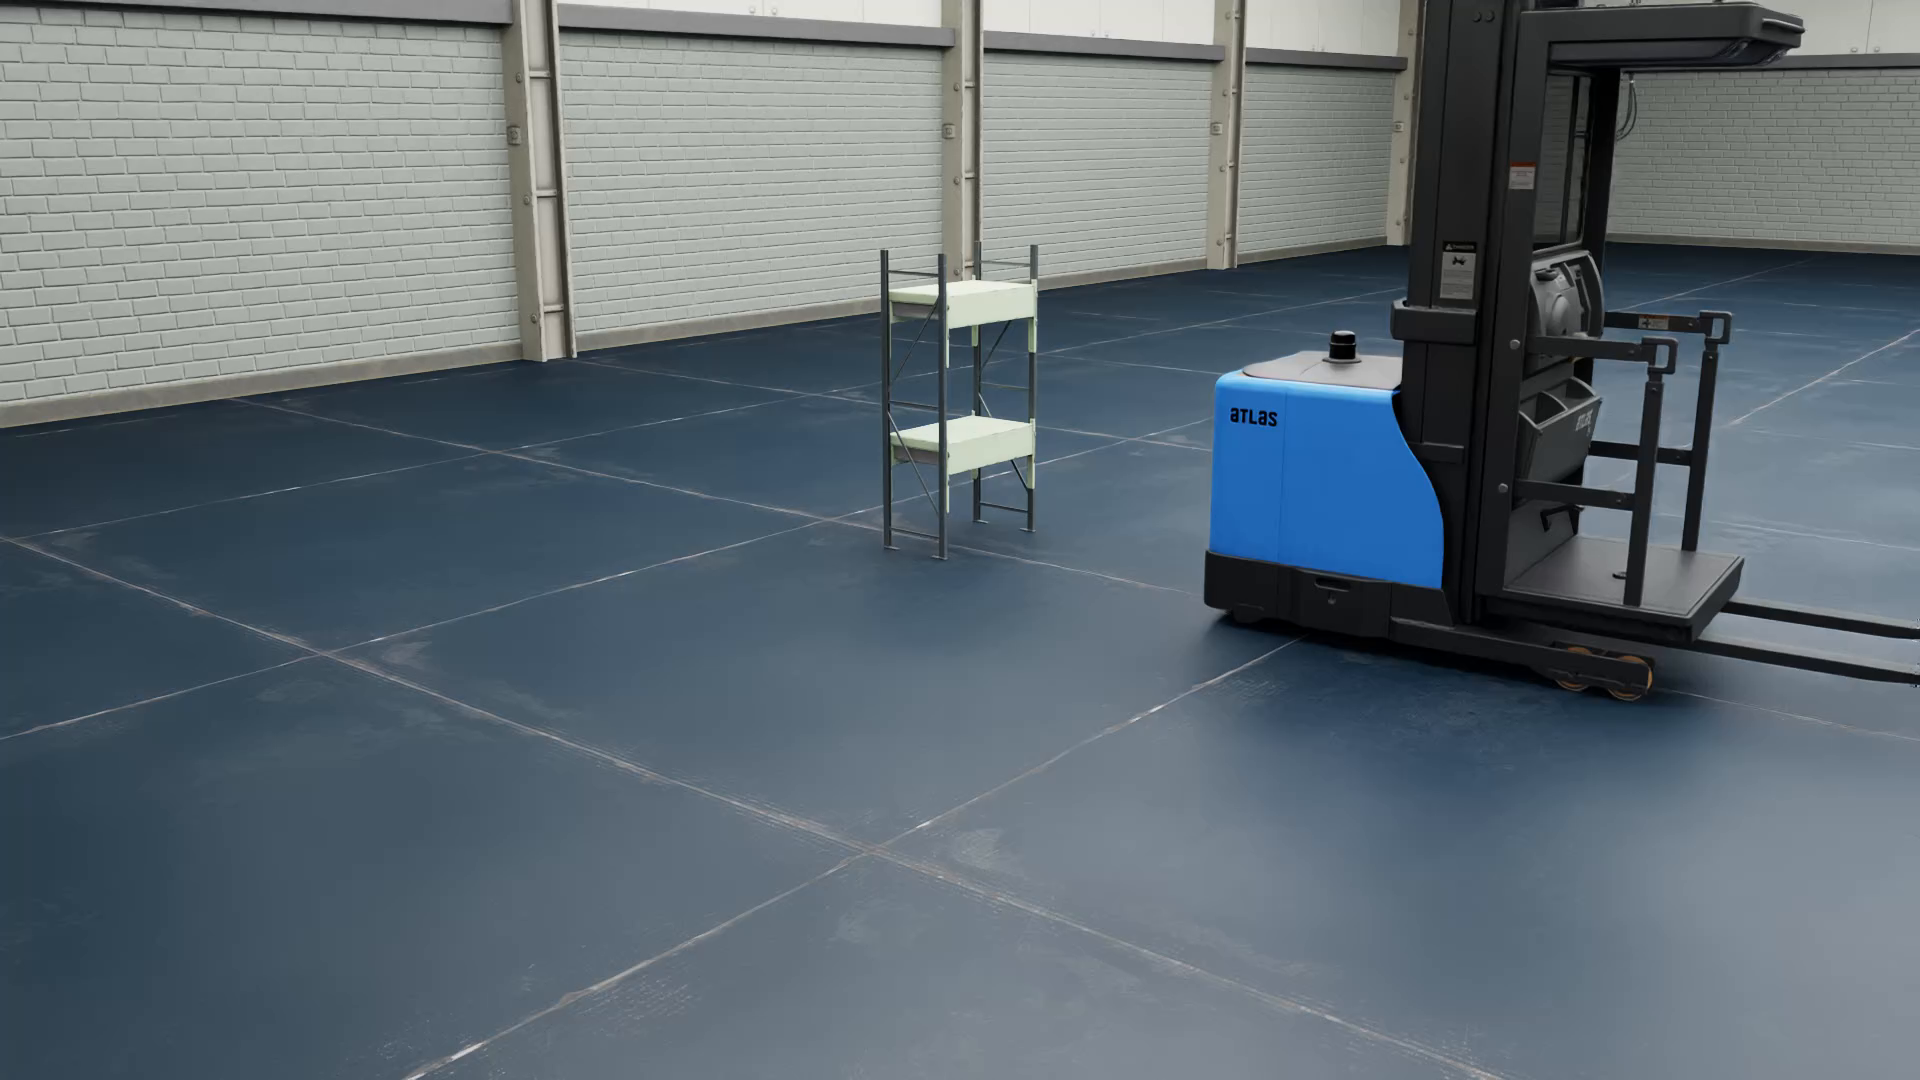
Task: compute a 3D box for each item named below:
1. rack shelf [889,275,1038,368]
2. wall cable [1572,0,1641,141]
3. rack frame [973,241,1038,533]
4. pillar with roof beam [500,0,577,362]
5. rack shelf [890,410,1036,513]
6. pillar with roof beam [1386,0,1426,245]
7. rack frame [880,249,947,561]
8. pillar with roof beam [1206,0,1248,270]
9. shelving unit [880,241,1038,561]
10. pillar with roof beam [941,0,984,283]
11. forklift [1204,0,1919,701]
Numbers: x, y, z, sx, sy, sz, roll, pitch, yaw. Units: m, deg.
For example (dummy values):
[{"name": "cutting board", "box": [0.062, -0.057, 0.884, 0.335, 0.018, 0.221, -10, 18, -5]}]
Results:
[{"name": "rack shelf", "box": [0.004, -1.106, 8.347, 0.431, 0.370, 0.720, 11, 18, 38]}, {"name": "wall cable", "box": [10.450, -8.324, 29.419, 3.097, 2.526, 0.112, 11, 18, 38]}, {"name": "rack frame", "box": [0.234, -0.798, 8.719, 0.400, 1.500, 0.023, 11, 18, 38]}, {"name": "pillar with roof beam", "box": [-0.395, -5.356, 11.430, 9.100, 9.000, 0.400, 11, 18, 38]}, {"name": "rack shelf", "box": [0.004, -0.412, 8.524, 0.431, 0.370, 0.720, 11, 18, 38]}, {"name": "pillar with roof beam", "box": [10.918, -8.803, 24.999, 9.100, 9.000, 0.400, 11, 18, 38]}, {"name": "rack frame", "box": [-0.226, -0.658, 8.167, 0.400, 1.500, 0.023, 11, 18, 38]}, {"name": "pillar with roof beam", "box": [7.147, -7.654, 20.476, 9.100, 9.000, 0.400, 11, 18, 38]}, {"name": "shelving unit", "box": [0.004, -0.728, 8.443, 0.431, 1.500, 0.755, 11, 18, 38]}, {"name": "pillar with roof beam", "box": [3.376, -6.505, 15.953, 9.100, 9.000, 0.400, 11, 18, 38]}, {"name": "forklift", "box": [2.568, -0.965, 6.470, 3.031, 2.935, 1.130, 10, 17, 33]}]
